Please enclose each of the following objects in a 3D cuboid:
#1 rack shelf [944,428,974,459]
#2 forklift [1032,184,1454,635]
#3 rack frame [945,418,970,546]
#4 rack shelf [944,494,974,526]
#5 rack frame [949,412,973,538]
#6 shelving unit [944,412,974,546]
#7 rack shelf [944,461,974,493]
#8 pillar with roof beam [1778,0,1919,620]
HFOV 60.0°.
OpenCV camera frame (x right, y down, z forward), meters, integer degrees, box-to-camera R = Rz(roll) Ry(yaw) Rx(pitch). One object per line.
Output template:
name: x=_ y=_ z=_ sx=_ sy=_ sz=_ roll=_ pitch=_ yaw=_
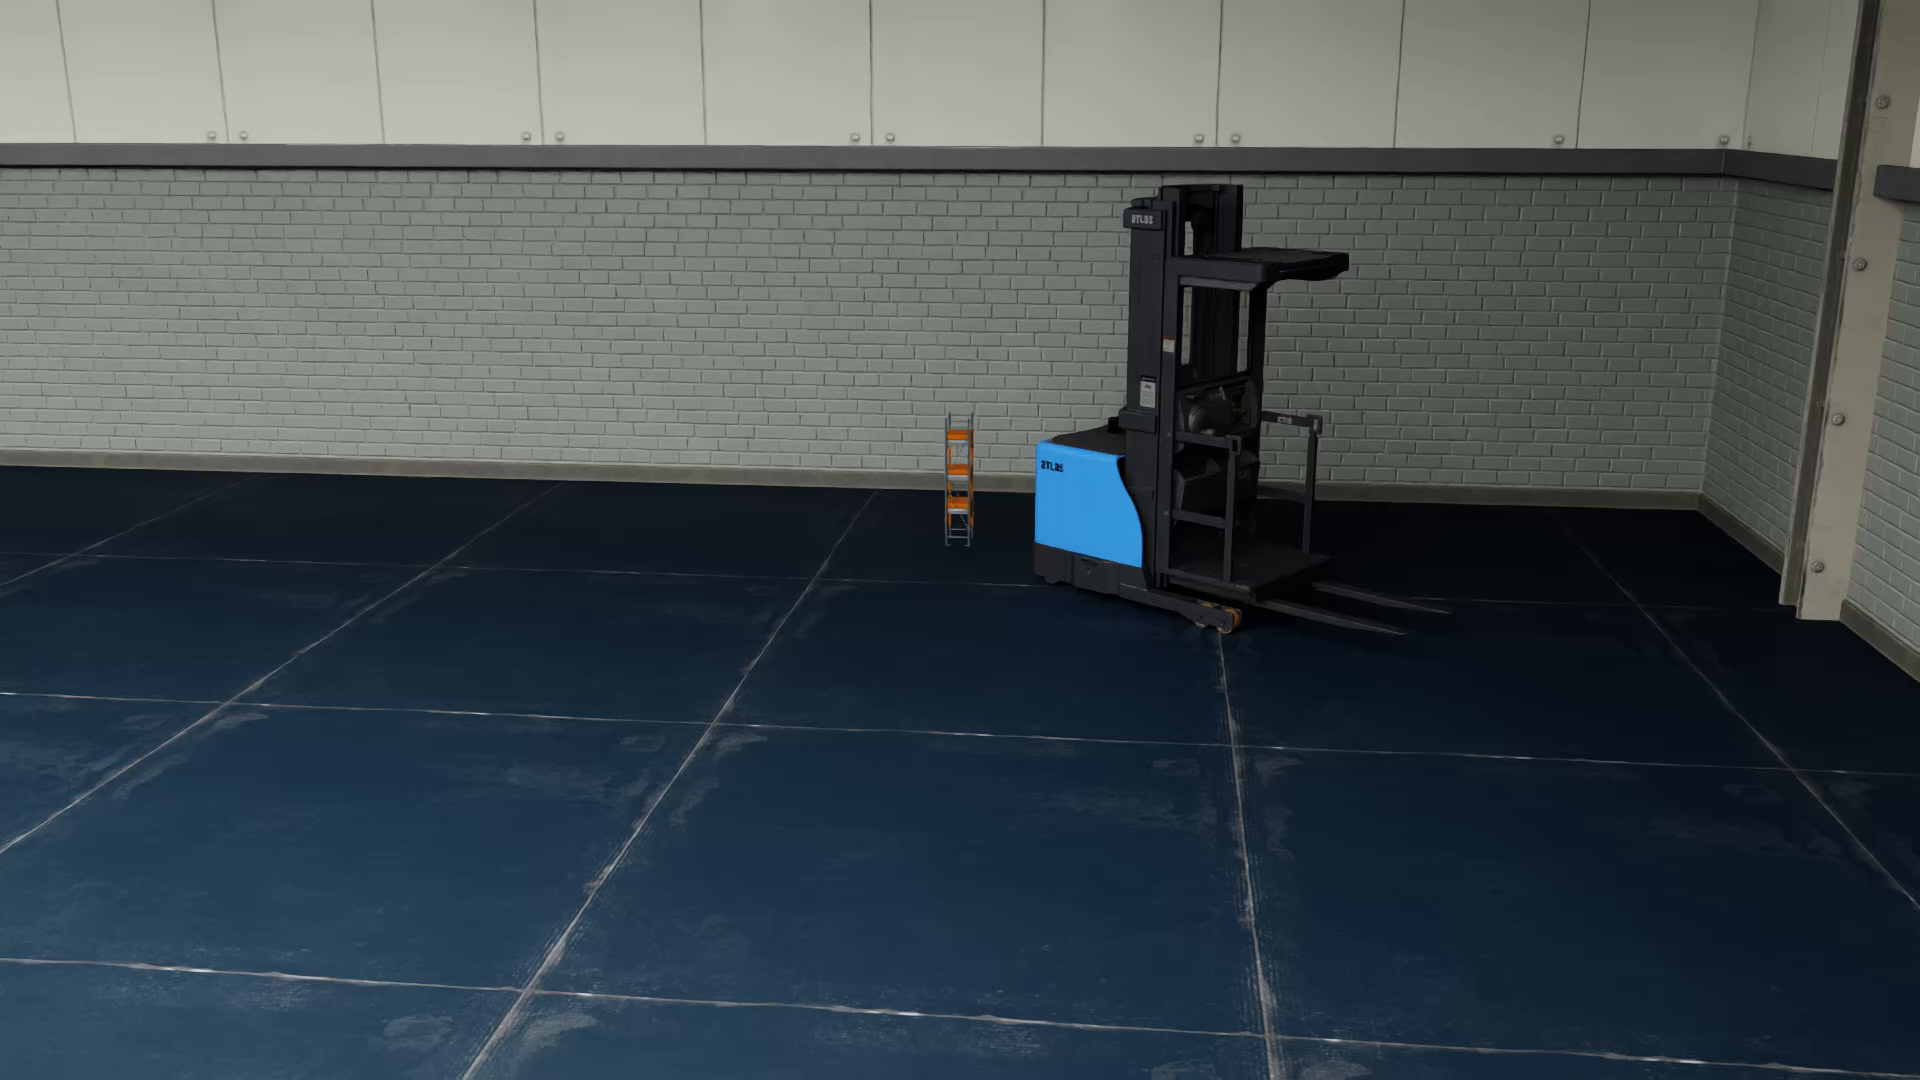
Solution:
rack shelf: x=-0.006 y=-0.757 z=13.402 sx=0.215 sy=0.259 sz=0.240 roll=2 pitch=15 yaw=6
forklift: x=1.960 y=-0.932 z=11.495 sx=3.031 sy=2.935 sz=1.130 roll=14 pitch=20 yaw=41
rack frame: x=-0.020 y=-0.461 z=13.357 sx=0.200 sy=1.050 sz=0.008 roll=2 pitch=15 yaw=6
rack shelf: x=-0.006 y=-0.214 z=13.549 sx=0.215 sy=0.259 sz=0.240 roll=2 pitch=15 yaw=6
rack frame: x=0.008 y=-0.525 z=13.591 sx=0.200 sy=1.050 sz=0.008 roll=2 pitch=15 yaw=6
shelving unit: x=-0.006 y=-0.493 z=13.474 sx=0.215 sy=1.050 sz=0.252 roll=2 pitch=15 yaw=6
rack shelf: x=-0.006 y=-0.483 z=13.476 sx=0.215 sy=0.259 sz=0.240 roll=2 pitch=15 yaw=6
pillar with roof beam: x=1.756 y=-3.966 z=11.088 sx=9.100 sy=9.000 sz=0.400 roll=2 pitch=15 yaw=6
